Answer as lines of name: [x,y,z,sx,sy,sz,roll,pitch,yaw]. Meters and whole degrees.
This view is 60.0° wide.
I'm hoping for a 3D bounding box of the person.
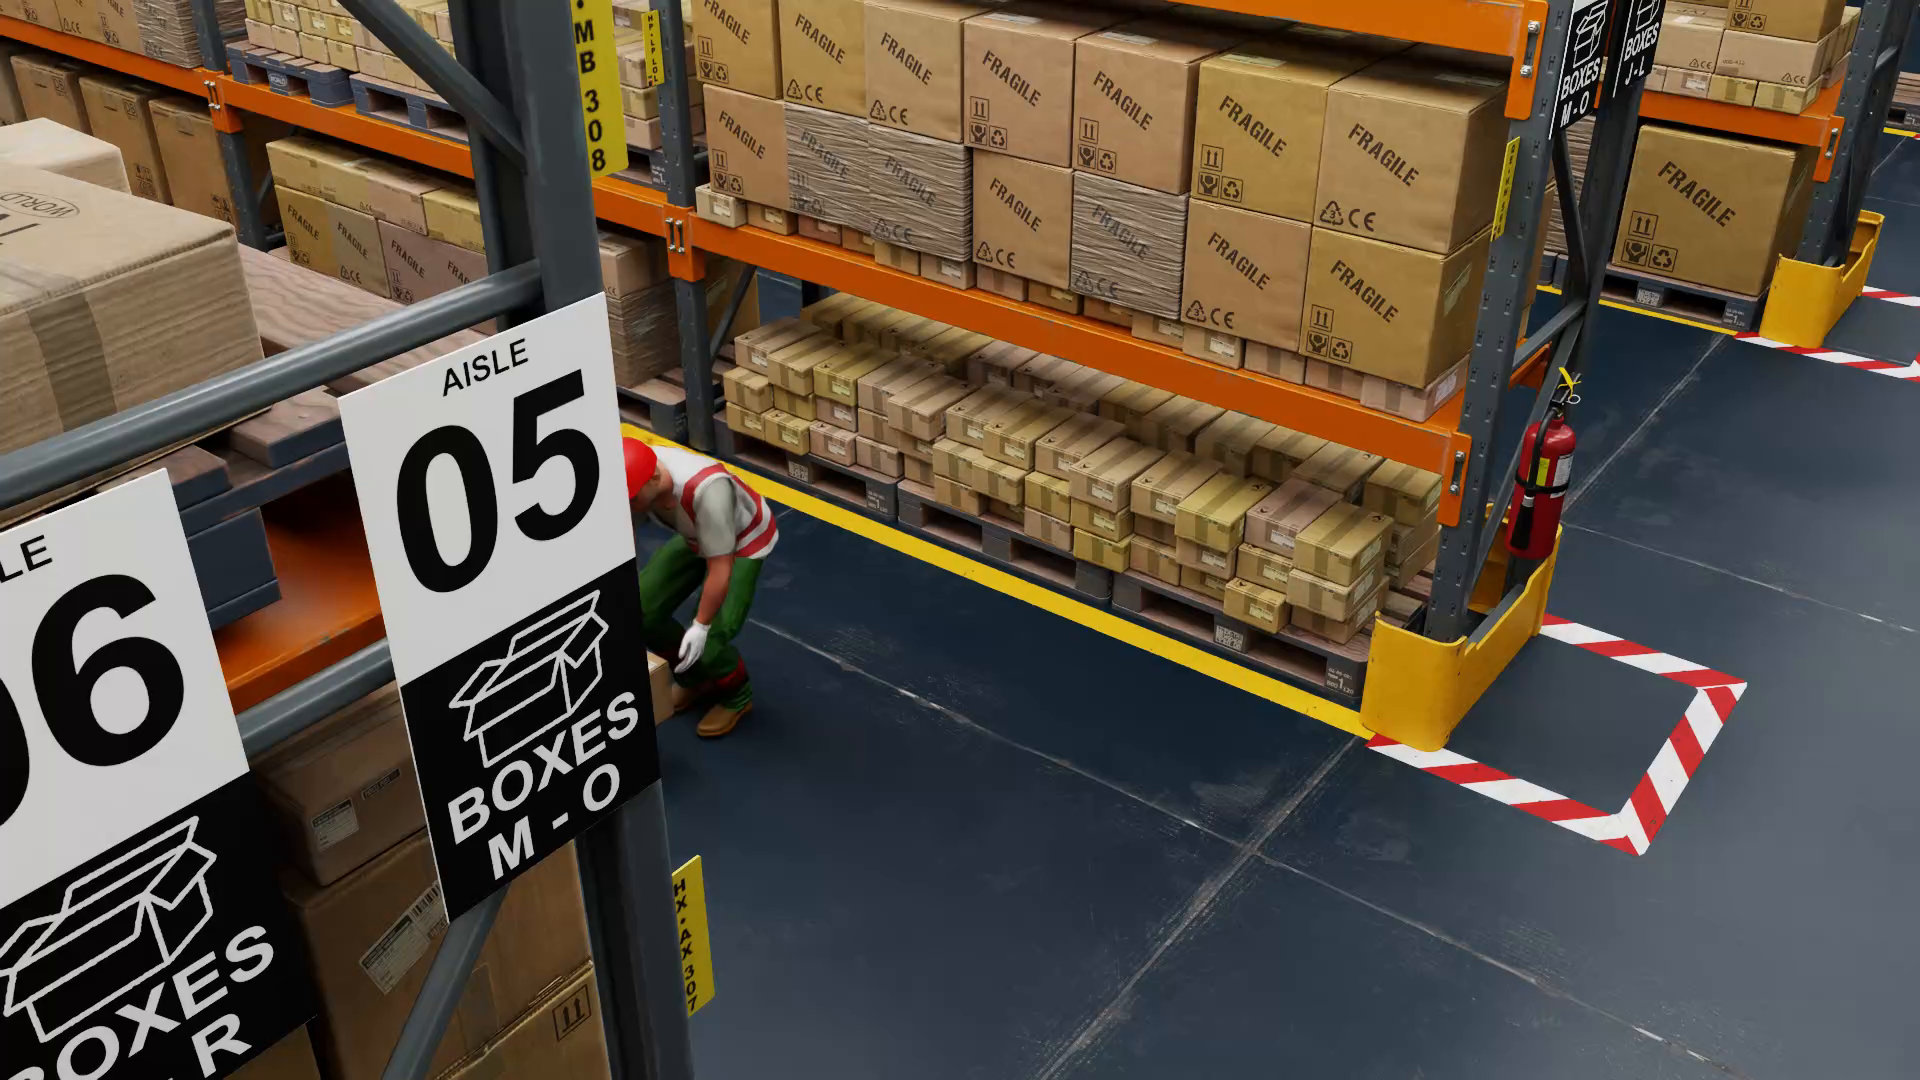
person: [-1.015,0.131,6.316,0.585,1.354,0.793,21,37,31]
